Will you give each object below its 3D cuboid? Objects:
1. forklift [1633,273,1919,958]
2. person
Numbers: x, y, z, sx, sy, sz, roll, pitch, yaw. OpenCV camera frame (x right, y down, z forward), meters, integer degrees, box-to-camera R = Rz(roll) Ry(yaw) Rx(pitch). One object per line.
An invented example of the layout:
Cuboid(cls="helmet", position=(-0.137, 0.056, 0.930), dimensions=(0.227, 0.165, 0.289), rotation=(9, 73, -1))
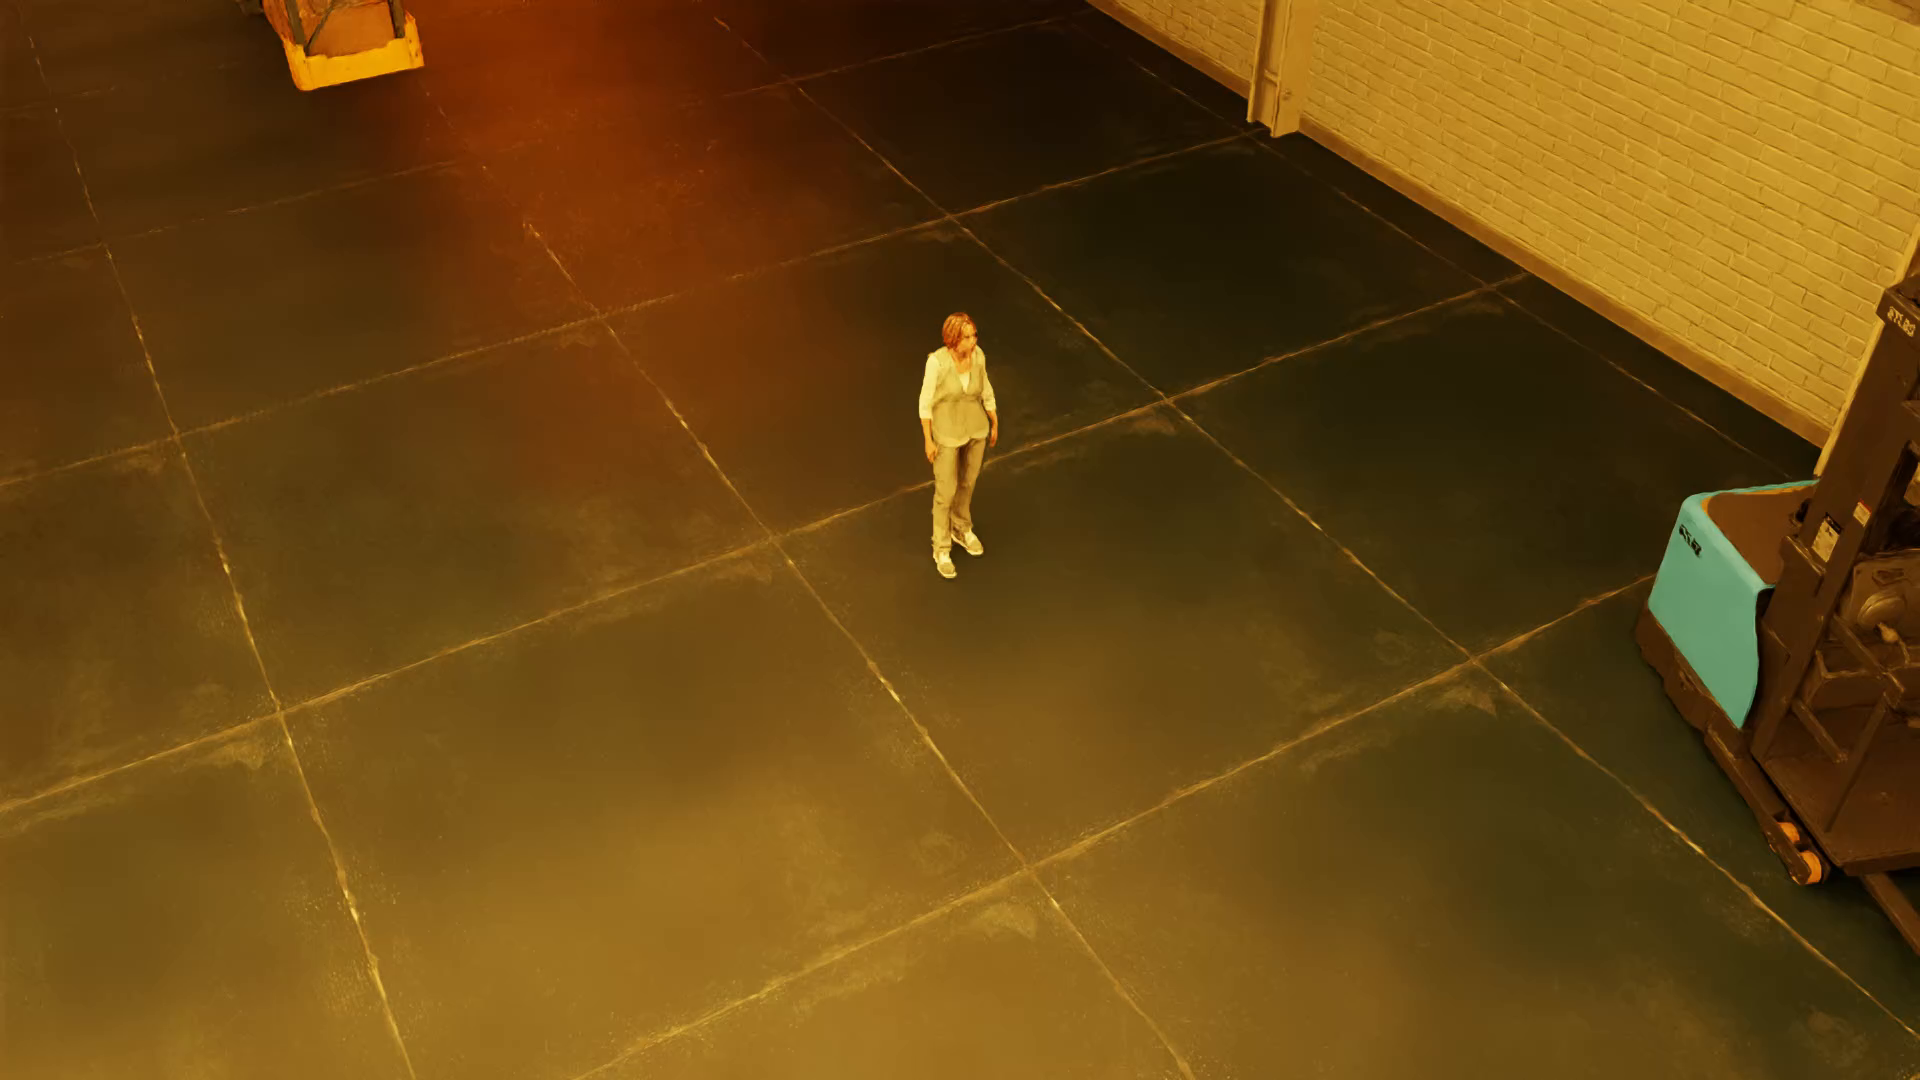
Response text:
Cuboid(cls="forklift", position=(4.635, 0.326, 7.643), dimensions=(1.130, 2.935, 3.031), rotation=(-7, 40, -8))
Cuboid(cls="person", position=(0.025, -0.574, 9.764), dimensions=(0.521, 1.594, 0.474), rotation=(-20, 44, -23))
